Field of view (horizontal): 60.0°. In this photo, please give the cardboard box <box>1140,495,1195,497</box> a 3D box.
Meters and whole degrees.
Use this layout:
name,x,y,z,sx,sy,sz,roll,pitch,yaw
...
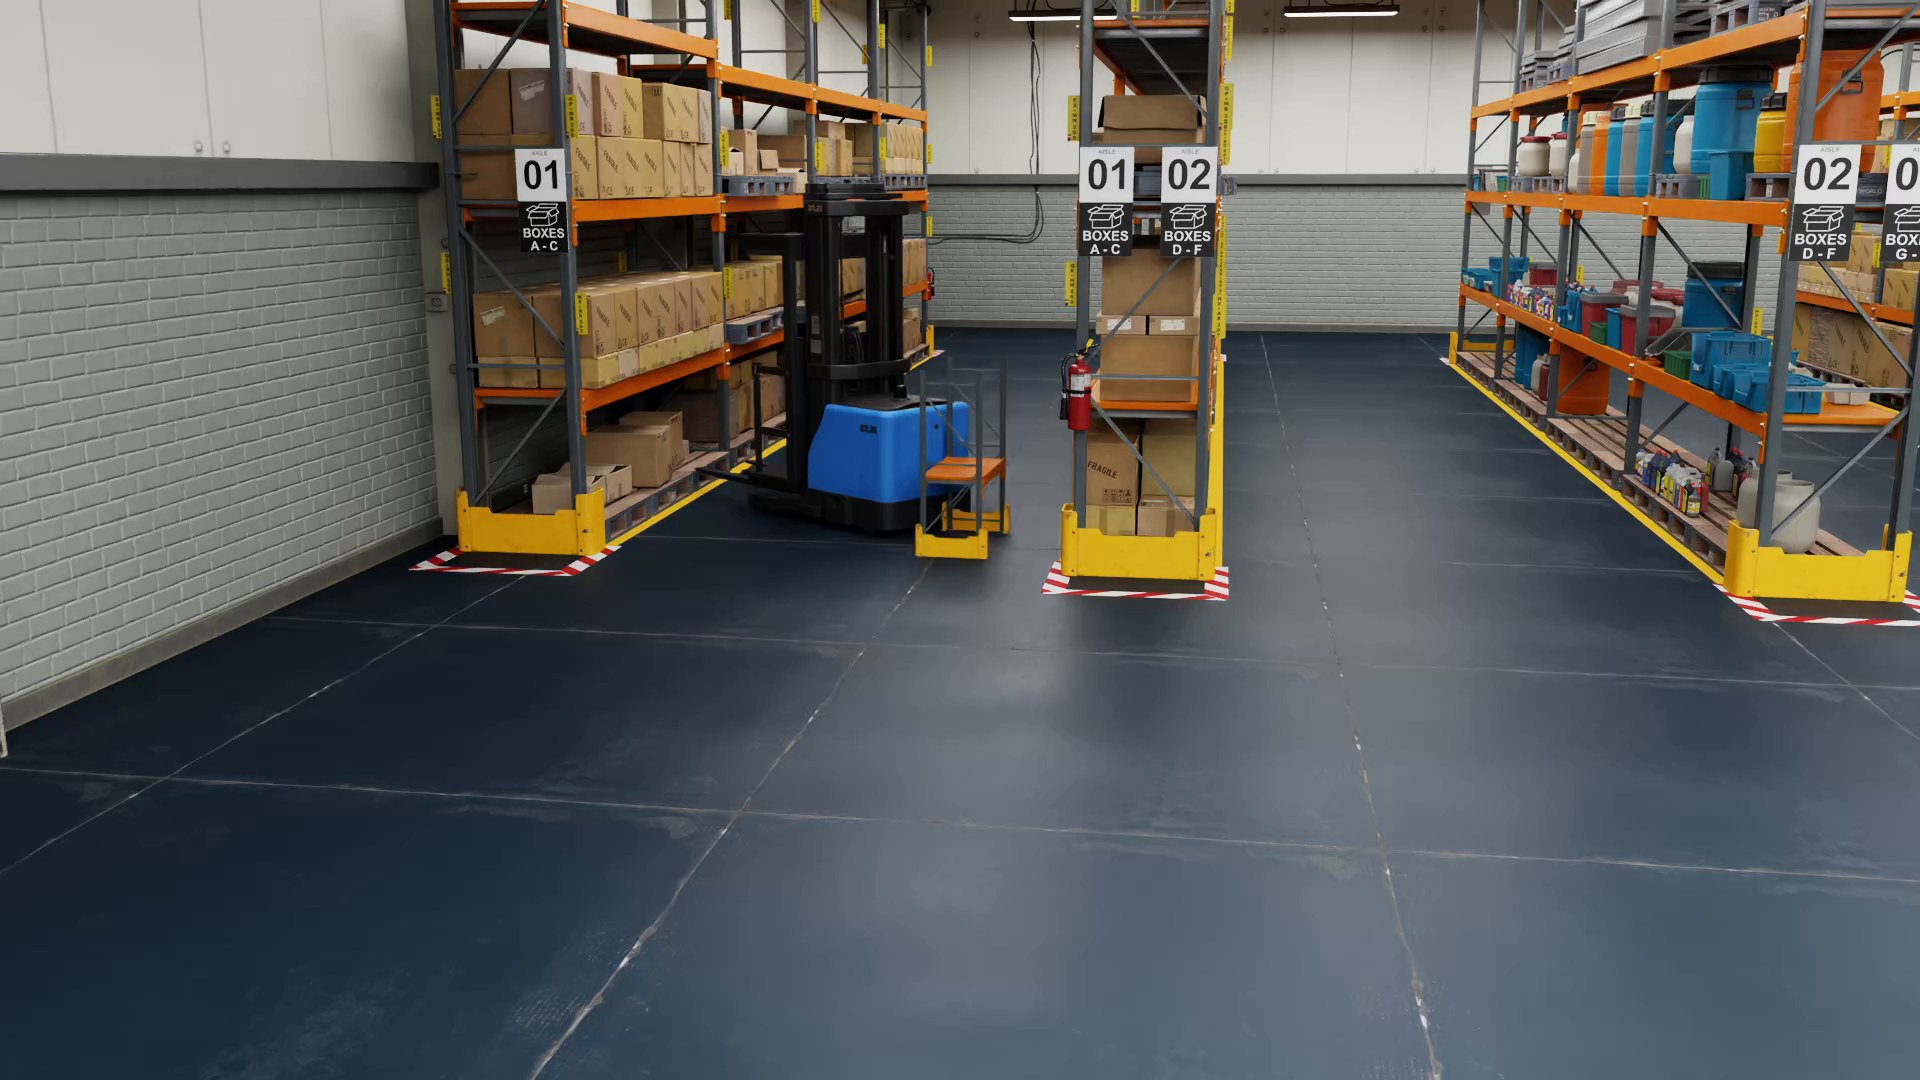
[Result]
name,x,y,z,sx,sy,sz,roll,pitch,yaw
cardboard box,1.750,-0.287,13.734,0.500,0.250,0.500,2,12,9

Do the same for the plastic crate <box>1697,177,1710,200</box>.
name,x,y,z,sx,sy,sz,roll,pitch,yaw
plastic crate,6.372,-2.932,13.859,0.336,0.188,0.450,2,12,9

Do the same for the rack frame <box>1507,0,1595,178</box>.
name,x,y,z,sx,sy,sz,roll,pitch,yaw
rack frame,8.114,-6.486,22.731,1.000,3.000,0.127,2,12,9

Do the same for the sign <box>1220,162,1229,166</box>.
name,x,y,z,sx,sy,sz,roll,pitch,yaw
sign,3.152,-4.620,19.778,0.100,0.325,0.005,2,12,9

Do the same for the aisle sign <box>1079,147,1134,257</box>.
name,x,y,z,sx,sy,sz,roll,pitch,yaw
aisle sign,1.074,-2.484,12.227,0.394,0.787,0.004,2,12,9

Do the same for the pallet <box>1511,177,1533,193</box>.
name,x,y,z,sx,sy,sz,roll,pitch,yaw
pallet,8.090,-4.761,22.295,1.213,0.211,1.003,2,12,9

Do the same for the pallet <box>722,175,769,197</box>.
name,x,y,z,sx,sy,sz,roll,pitch,yaw
pallet,-2.705,-3.709,17.409,1.213,0.211,1.003,2,12,9

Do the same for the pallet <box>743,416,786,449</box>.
name,x,y,z,sx,sy,sz,roll,pitch,yaw
pallet,-2.602,-1.263,19.353,1.003,0.211,1.213,2,12,9

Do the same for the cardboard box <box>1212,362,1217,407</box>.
name,x,y,z,sx,sy,sz,roll,pitch,yaw
cardboard box,2.958,-1.961,20.862,0.500,0.500,0.500,2,12,11

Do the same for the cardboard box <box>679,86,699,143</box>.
name,x,y,z,sx,sy,sz,roll,pitch,yaw
cardboard box,-2.789,-3.995,15.633,0.500,0.500,0.500,3,12,12

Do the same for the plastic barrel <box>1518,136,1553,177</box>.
name,x,y,z,sx,sy,sz,roll,pitch,yaw
plastic barrel,7.786,-5.190,22.518,0.433,0.535,0.433,0,12,0

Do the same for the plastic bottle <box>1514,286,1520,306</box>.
name,x,y,z,sx,sy,sz,roll,pitch,yaw
plastic bottle,7.565,-3.307,22.526,0.097,0.271,0.097,0,12,0

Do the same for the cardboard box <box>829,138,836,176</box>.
name,x,y,z,sx,sy,sz,roll,pitch,yaw
cardboard box,-2.081,-5.205,22.625,0.700,0.500,0.500,2,12,9

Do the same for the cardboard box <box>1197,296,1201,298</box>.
name,x,y,z,sx,sy,sz,roll,pitch,yaw
cardboard box,1.963,-2.088,14.784,0.380,0.149,0.250,2,12,10

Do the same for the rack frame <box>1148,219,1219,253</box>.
name,x,y,z,sx,sy,sz,roll,pitch,yaw
rack frame,3.220,-3.715,24.112,1.000,3.000,0.127,2,12,9

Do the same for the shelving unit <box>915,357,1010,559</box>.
name,x,y,z,sx,sy,sz,roll,pitch,yaw
shelving unit,0.035,-0.701,13.685,0.587,1.500,1.083,3,12,12

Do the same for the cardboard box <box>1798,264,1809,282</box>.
name,x,y,z,sx,sy,sz,roll,pitch,yaw
cardboard box,13.209,-4.098,25.541,0.500,0.250,0.500,2,12,8

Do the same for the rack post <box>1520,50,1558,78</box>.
name,x,y,z,sx,sy,sz,roll,pitch,yaw
rack post,7.954,-6.275,21.930,0.937,0.300,0.954,2,12,8

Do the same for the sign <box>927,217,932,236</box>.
name,x,y,z,sx,sy,sz,roll,pitch,yaw
sign,-0.526,-5.369,28.475,0.100,0.325,0.005,2,12,9

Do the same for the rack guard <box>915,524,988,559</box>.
name,x,y,z,sx,sy,sz,roll,pitch,yaw
rack guard,-0.067,0.013,13.340,0.587,0.250,0.087,3,12,12

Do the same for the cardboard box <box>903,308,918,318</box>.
name,x,y,z,sx,sy,sz,roll,pitch,yaw
cardboard box,-0.908,-3.826,28.025,0.380,0.149,0.250,2,12,8

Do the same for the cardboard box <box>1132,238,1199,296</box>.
name,x,y,z,sx,sy,sz,roll,pitch,yaw
cardboard box,1.774,-2.431,14.836,0.700,0.500,0.500,2,12,9

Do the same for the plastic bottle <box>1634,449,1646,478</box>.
name,x,y,z,sx,sy,sz,roll,pitch,yaw
plastic bottle,6.402,-0.718,15.635,0.097,0.271,0.097,0,12,0

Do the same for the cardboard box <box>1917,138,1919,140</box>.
name,x,y,z,sx,sy,sz,roll,pitch,yaw
cardboard box,12.929,-4.993,21.686,0.700,0.500,0.500,2,12,10

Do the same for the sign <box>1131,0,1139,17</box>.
name,x,y,z,sx,sy,sz,roll,pitch,yaw
sign,2.068,-6.326,19.581,0.100,0.325,0.005,2,12,9

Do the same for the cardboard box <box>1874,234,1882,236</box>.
name,x,y,z,sx,sy,sz,roll,pitch,yaw
cardboard box,13.493,-4.134,23.926,0.500,0.500,0.500,1,12,7

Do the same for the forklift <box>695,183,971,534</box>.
name,x,y,z,sx,sy,sz,roll,pitch,yaw
forklift,-1.291,-1.733,15.078,1.130,2.935,3.031,-12,17,-43

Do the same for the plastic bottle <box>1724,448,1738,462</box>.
name,x,y,z,sx,sy,sz,roll,pitch,yaw
plastic bottle,7.070,-0.665,15.203,0.144,0.351,0.185,2,12,7

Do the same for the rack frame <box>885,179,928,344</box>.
name,x,y,z,sx,sy,sz,roll,pitch,yaw
rack frame,-1.060,-4.707,28.717,1.000,3.000,0.127,2,12,9

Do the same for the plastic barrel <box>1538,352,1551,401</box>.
name,x,y,z,sx,sy,sz,roll,pitch,yaw
plastic barrel,7.731,-2.085,21.275,0.600,0.588,0.708,2,12,9

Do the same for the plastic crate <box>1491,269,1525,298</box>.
name,x,y,z,sx,sy,sz,roll,pitch,yaw
plastic crate,7.849,-3.684,23.861,0.392,0.384,0.575,2,12,9

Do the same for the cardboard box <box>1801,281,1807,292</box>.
name,x,y,z,sx,sy,sz,roll,pitch,yaw
cardboard box,13.127,-3.879,25.468,0.380,0.149,0.250,2,12,8

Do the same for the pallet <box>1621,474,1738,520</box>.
name,x,y,z,sx,sy,sz,roll,pitch,yaw
pallet,6.739,-0.387,15.287,1.003,0.211,1.213,2,12,9

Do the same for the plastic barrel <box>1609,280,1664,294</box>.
name,x,y,z,sx,sy,sz,roll,pitch,yaw
plastic barrel,7.727,-2.681,18.992,0.600,0.536,0.708,2,12,9

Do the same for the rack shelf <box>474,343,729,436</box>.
name,x,y,z,sx,sy,sz,roll,pitch,yaw
rack shelf,-3.213,-1.441,15.269,1.077,0.370,4.000,2,12,9

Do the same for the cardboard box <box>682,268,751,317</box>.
name,x,y,z,sx,sy,sz,roll,pitch,yaw
cardboard box,-2.700,-2.694,18.094,0.700,0.500,0.500,3,13,14

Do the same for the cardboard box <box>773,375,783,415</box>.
name,x,y,z,sx,sy,sz,roll,pitch,yaw
cardboard box,-2.543,-1.780,20.023,0.700,0.500,0.500,2,12,9

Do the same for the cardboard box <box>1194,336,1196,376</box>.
name,x,y,z,sx,sy,sz,roll,pitch,yaw
cardboard box,1.617,-1.575,13.946,0.700,0.500,0.500,2,12,9

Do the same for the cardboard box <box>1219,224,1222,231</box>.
name,x,y,z,sx,sy,sz,roll,pitch,yaw
cardboard box,3.808,-4.664,25.903,0.500,0.500,0.500,2,12,10

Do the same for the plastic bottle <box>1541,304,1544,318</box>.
name,x,y,z,sx,sy,sz,roll,pitch,yaw
plastic bottle,7.256,-2.854,20.589,0.097,0.201,0.097,0,12,0

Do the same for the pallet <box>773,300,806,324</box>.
name,x,y,z,sx,sy,sz,roll,pitch,yaw
pallet,-2.295,-2.797,20.305,1.213,0.211,1.003,2,12,9

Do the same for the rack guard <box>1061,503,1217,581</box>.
name,x,y,z,sx,sy,sz,roll,pitch,yaw
rack guard,1.371,0.010,12.761,1.175,0.500,0.348,2,12,9

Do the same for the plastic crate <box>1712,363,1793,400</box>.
name,x,y,z,sx,sy,sz,roll,pitch,yaw
plastic crate,6.155,-1.232,12.943,0.499,0.251,0.408,2,12,9

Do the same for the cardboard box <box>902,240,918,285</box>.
name,x,y,z,sx,sy,sz,roll,pitch,yaw
cardboard box,-1.229,-4.596,27.486,0.980,0.700,0.700,2,12,8

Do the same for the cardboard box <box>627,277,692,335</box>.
name,x,y,z,sx,sy,sz,roll,pitch,yaw
cardboard box,-2.832,-2.195,15.589,0.500,0.500,0.500,2,12,7

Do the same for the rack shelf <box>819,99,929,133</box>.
name,x,y,z,sx,sy,sz,roll,pitch,yaw
rack shelf,-1.367,-6.677,26.271,1.077,0.370,4.000,2,12,9

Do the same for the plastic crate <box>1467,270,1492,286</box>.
name,x,y,z,sx,sy,sz,roll,pitch,yaw
plastic crate,8.265,-4.156,26.413,0.416,0.233,0.300,2,12,9

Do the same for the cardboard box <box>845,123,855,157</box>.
name,x,y,z,sx,sy,sz,roll,pitch,yaw
cardboard box,-1.798,-6.041,25.129,0.500,0.500,0.500,2,12,8

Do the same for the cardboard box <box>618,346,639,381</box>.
name,x,y,z,sx,sy,sz,roll,pitch,yaw
cardboard box,-3.066,-1.513,14.203,0.500,0.250,0.500,1,12,7

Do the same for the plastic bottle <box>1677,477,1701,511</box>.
name,x,y,z,sx,sy,sz,roll,pitch,yaw
plastic bottle,6.184,-0.387,14.092,0.152,0.276,0.135,2,12,9

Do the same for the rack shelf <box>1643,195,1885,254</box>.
name,x,y,z,sx,sy,sz,roll,pitch,yaw
rack shelf,6.576,-2.587,13.464,1.077,0.370,4.000,2,12,9

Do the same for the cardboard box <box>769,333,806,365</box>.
name,x,y,z,sx,sy,sz,roll,pitch,yaw
cardboard box,-2.047,-2.345,21.862,0.750,0.750,0.750,2,12,8
